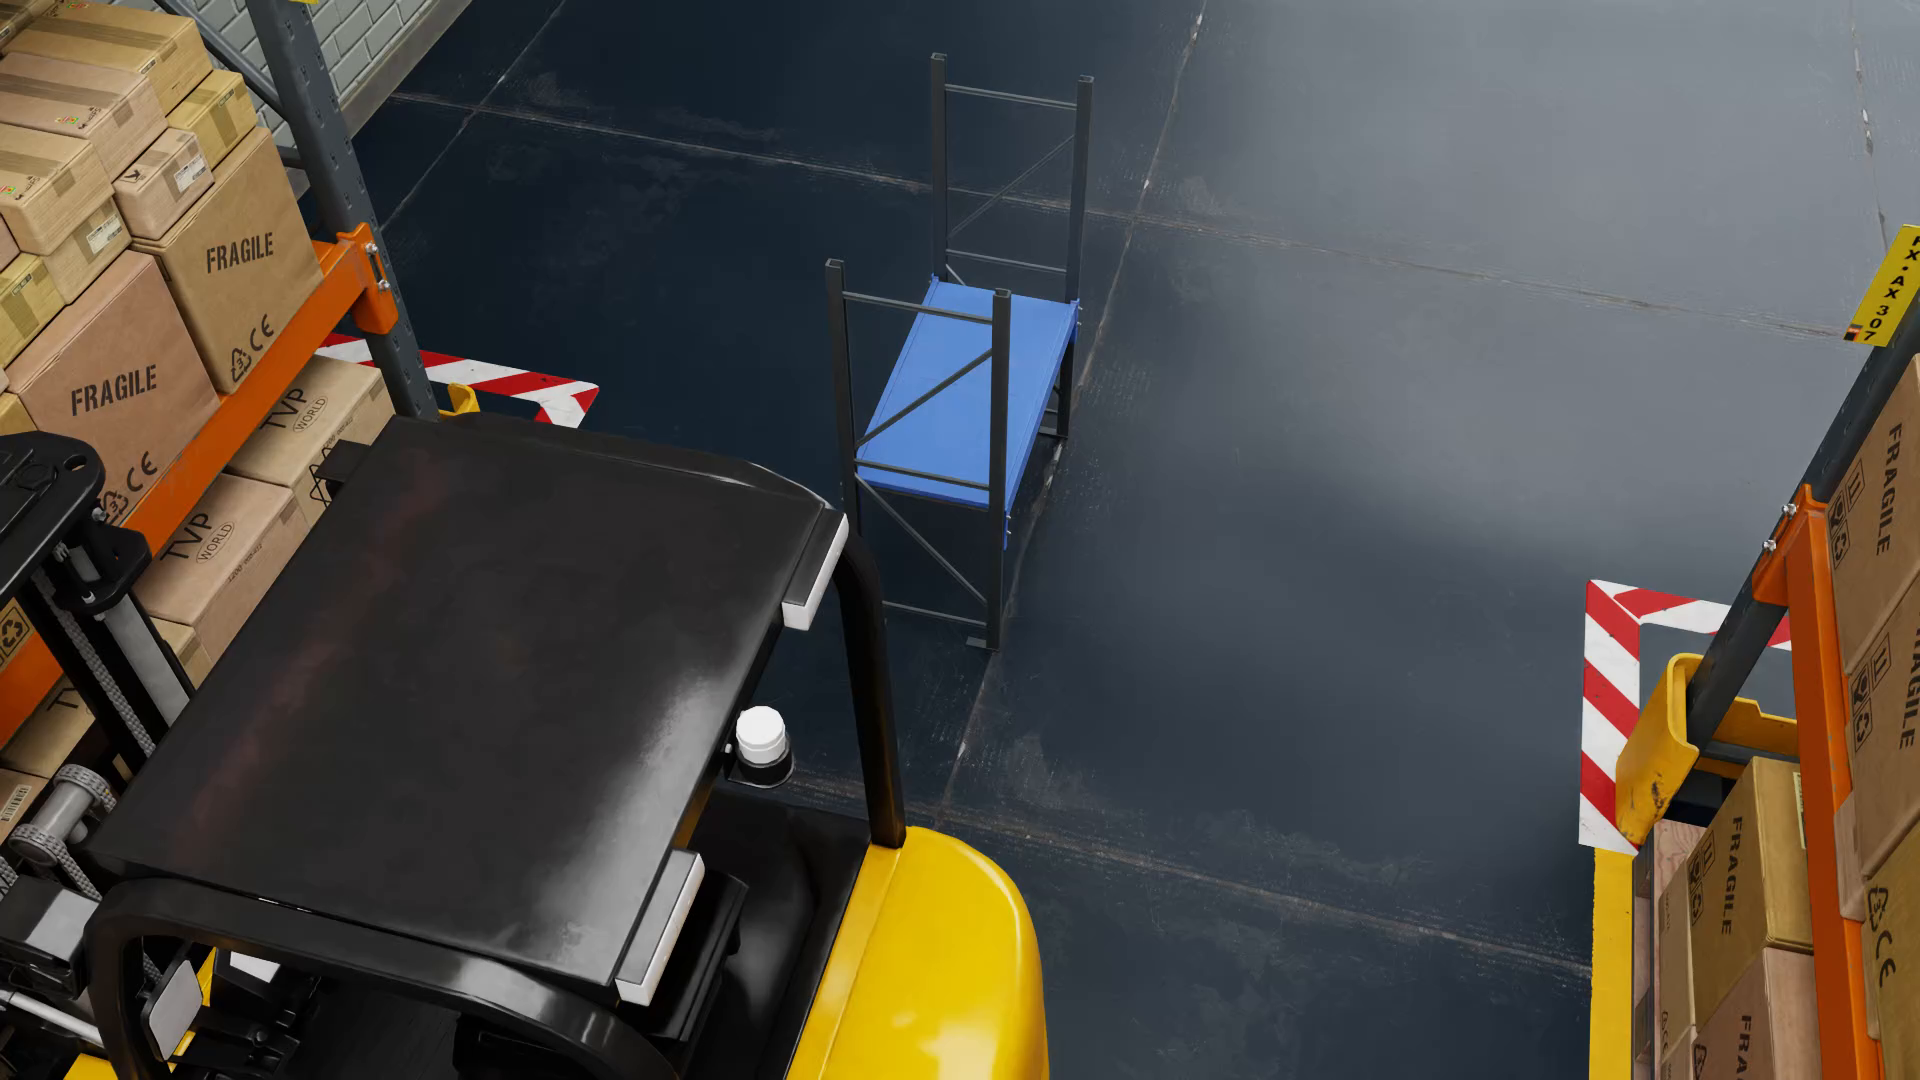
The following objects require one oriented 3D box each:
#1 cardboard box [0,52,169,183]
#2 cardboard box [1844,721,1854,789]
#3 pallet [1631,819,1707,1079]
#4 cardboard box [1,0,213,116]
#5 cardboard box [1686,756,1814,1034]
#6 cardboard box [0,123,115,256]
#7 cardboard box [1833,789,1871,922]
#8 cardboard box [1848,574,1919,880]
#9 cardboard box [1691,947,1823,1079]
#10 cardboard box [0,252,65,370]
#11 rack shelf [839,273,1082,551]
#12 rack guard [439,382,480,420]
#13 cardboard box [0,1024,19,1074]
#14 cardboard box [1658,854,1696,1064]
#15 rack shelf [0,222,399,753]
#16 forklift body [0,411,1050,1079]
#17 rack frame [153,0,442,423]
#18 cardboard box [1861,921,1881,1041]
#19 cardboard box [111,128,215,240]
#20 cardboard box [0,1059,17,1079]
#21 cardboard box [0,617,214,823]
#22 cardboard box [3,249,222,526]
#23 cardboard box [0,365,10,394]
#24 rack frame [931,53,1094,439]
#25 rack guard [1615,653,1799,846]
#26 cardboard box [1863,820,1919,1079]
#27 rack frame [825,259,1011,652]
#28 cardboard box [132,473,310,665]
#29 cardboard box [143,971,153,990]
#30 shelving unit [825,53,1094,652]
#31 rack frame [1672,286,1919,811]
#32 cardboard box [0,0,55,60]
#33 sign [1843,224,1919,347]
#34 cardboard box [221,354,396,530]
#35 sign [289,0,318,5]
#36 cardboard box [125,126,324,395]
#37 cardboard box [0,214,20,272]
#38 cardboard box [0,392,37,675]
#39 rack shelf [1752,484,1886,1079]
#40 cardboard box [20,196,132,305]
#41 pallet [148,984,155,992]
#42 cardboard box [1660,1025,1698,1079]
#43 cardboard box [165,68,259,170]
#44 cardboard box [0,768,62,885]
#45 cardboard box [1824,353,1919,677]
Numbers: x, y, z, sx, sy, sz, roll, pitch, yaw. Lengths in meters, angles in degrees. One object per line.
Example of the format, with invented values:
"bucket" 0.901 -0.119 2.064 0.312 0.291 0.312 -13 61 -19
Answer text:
"cardboard box" -2.131 -1.000 3.934 0.380 0.149 0.250 12 50 10
"cardboard box" 2.095 0.487 3.487 0.380 0.149 0.250 10 49 9
"pallet" 2.317 1.396 4.377 1.003 0.211 1.213 12 50 10
"cardboard box" -2.096 -1.185 4.097 0.380 0.149 0.250 12 50 10
"cardboard box" 2.100 0.907 4.003 0.500 0.500 0.500 10 49 9
"cardboard box" -2.174 -0.805 3.763 0.380 0.149 0.250 13 50 11
"cardboard box" 1.984 0.661 3.333 0.380 0.149 0.250 12 50 11
"cardboard box" 2.059 0.369 3.158 0.500 0.500 0.500 13 50 11
"cardboard box" 1.967 1.286 3.668 0.500 0.500 0.500 10 49 9
"cardboard box" -2.268 -0.537 3.724 0.380 0.149 0.250 11 50 10
"rack shelf" 0.022 -0.439 5.377 0.538 0.185 1.000 12 50 10
"rack guard" -2.199 -0.329 5.707 1.175 0.500 0.348 12 50 10
"cardboard box" -2.425 0.979 4.105 0.500 0.250 0.500 11 50 10
"cardboard box" 2.106 1.137 4.299 0.500 0.250 0.500 11 50 10
"rack shelf" -2.731 0.546 3.748 1.077 0.370 4.000 12 50 10
"forklift body" -0.944 0.873 3.545 2.313 2.155 1.214 12 50 10
"rack frame" -2.205 -1.139 4.755 1.000 3.000 0.127 12 50 10
"cardboard box" 1.948 0.855 3.162 0.380 0.149 0.250 13 50 11
"cardboard box" -2.064 -0.890 4.036 0.380 0.149 0.250 12 50 11
"cardboard box" -2.558 1.345 3.783 0.500 0.250 0.500 11 50 10
"cardboard box" -2.277 0.433 4.254 0.500 0.250 0.500 12 50 11
"cardboard box" -2.227 -0.391 4.028 0.500 0.500 0.500 13 50 11
"cardboard box" -2.293 -0.335 3.546 0.380 0.149 0.250 10 49 9
"rack frame" 0.156 -0.926 5.567 0.500 1.500 0.032 12 50 10
"rack guard" 2.565 0.720 4.781 1.175 0.500 0.348 12 50 10
"cardboard box" 1.926 0.738 2.833 0.500 0.500 0.500 11 49 9
"rack frame" -0.111 -0.190 4.918 0.500 1.500 0.032 12 50 10
"cardboard box" -2.154 0.066 4.578 0.500 0.250 0.500 12 50 11
"cardboard box" -2.419 1.132 4.304 0.500 0.250 0.500 13 50 11
"shelving unit" 0.022 -0.558 5.242 0.538 1.500 1.048 12 50 10
"rack frame" 2.585 -0.162 3.893 1.000 3.000 0.127 12 50 10
"cardboard box" -2.499 -1.285 4.185 0.380 0.149 0.250 11 49 9
"sign" 2.061 -0.556 3.662 0.100 0.325 0.005 12 50 10
"cardboard box" -2.025 -0.304 4.905 0.500 0.250 0.500 13 50 11
"sign" -1.685 -1.484 4.128 0.100 0.325 0.005 12 50 10
"cardboard box" -2.081 -0.764 4.357 0.500 0.500 0.500 11 49 9
"cardboard box" -2.311 -0.640 3.617 0.380 0.149 0.250 12 50 10
"cardboard box" -2.361 -0.020 3.701 0.500 0.500 0.500 11 49 9
"rack shelf" 2.058 1.522 2.886 1.077 0.370 4.000 12 50 10
"cardboard box" -2.192 -0.714 3.881 0.380 0.149 0.250 12 50 11
"pallet" -2.689 1.225 4.528 1.003 0.211 1.213 12 50 10
"cardboard box" 1.964 1.505 3.975 0.500 0.250 0.500 13 50 11
"cardboard box" -2.026 -1.081 4.204 0.380 0.149 0.250 12 50 11
"cardboard box" -2.418 0.798 3.932 0.500 0.250 0.500 11 49 9
"cardboard box" 2.193 -0.006 3.490 0.500 0.500 0.500 11 49 9
